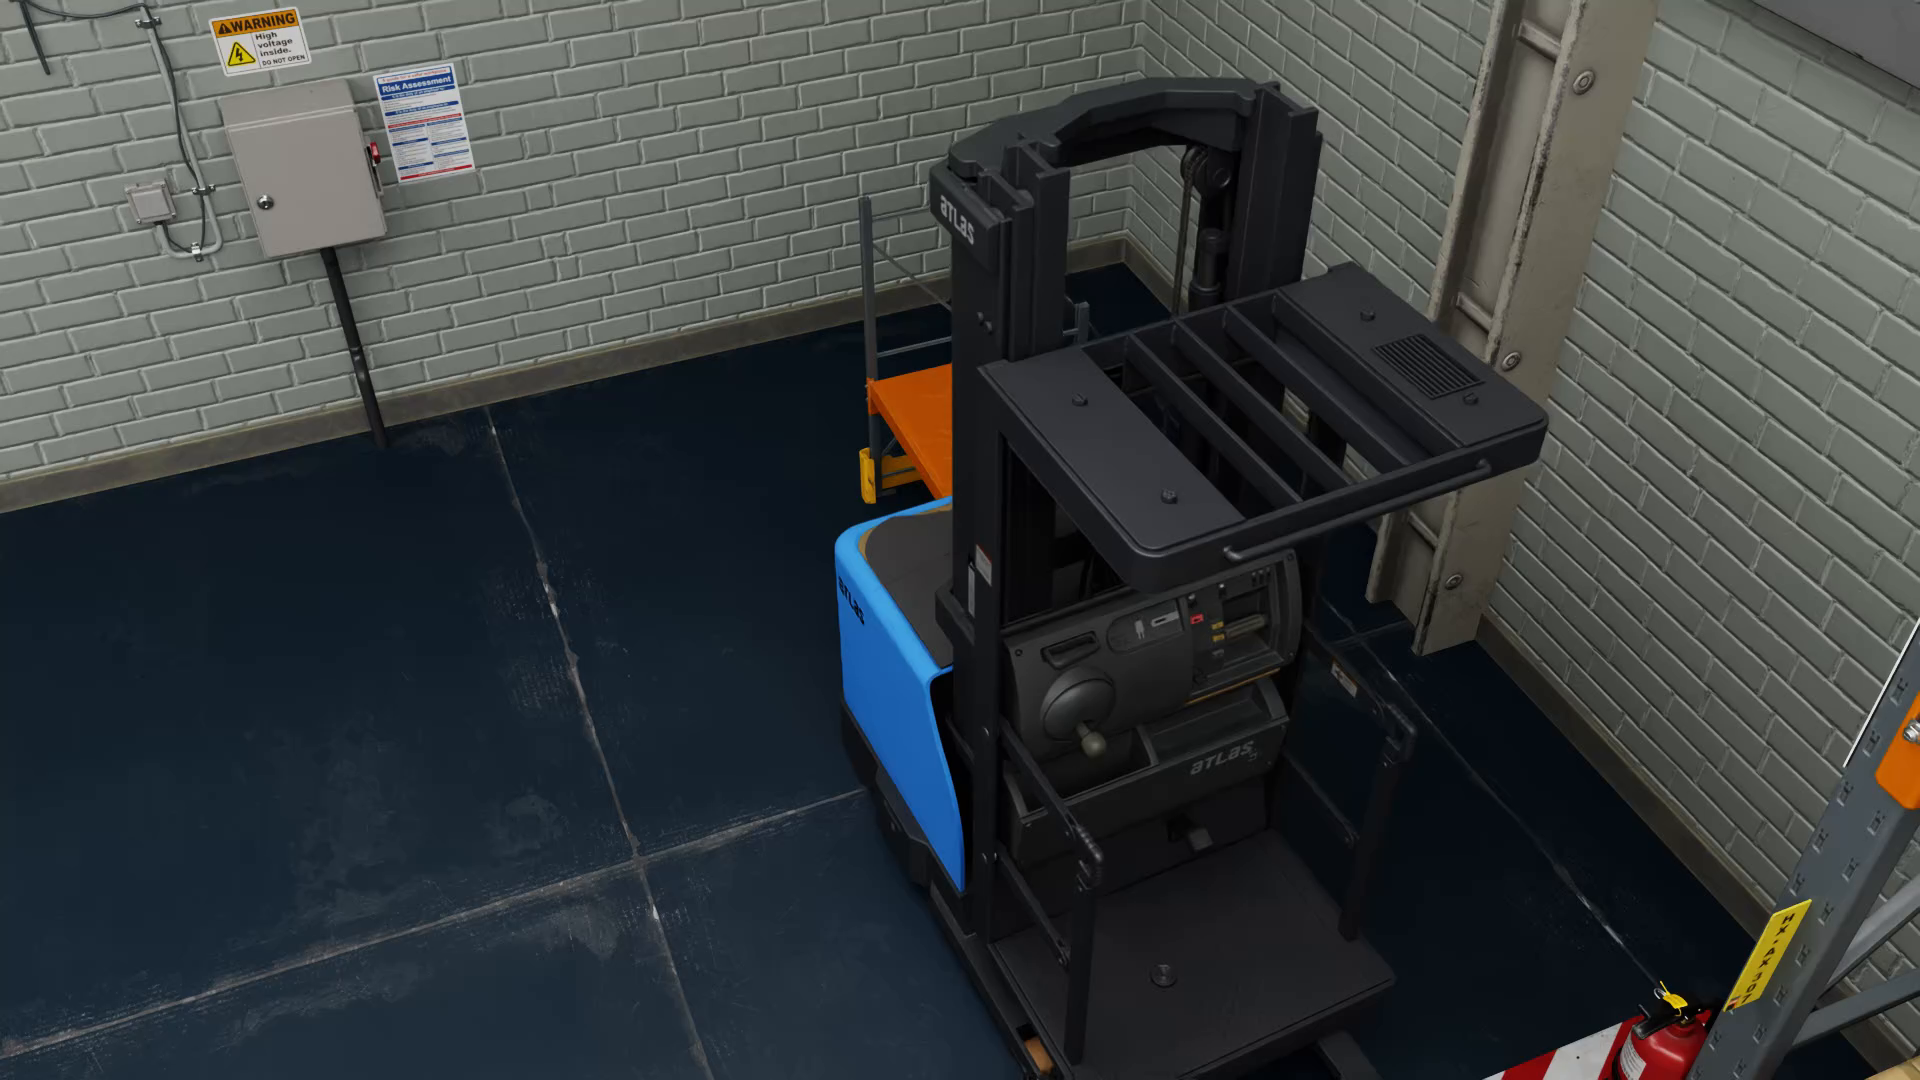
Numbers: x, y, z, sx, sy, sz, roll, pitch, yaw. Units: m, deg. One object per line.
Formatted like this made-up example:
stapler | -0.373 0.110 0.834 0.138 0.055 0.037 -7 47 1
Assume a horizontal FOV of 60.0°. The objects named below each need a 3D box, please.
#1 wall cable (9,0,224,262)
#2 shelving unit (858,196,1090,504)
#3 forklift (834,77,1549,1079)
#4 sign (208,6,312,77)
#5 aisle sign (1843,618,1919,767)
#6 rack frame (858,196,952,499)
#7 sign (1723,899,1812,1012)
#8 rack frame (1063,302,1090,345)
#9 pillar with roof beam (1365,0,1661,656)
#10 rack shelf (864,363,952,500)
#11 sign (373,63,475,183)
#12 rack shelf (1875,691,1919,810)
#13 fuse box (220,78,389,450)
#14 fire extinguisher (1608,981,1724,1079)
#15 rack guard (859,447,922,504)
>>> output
wall cable | -3.346 -1.872 6.347 0.588 1.984 0.122 -15 43 -17
shelving unit | 0.029 -0.523 6.708 0.587 1.500 1.083 -15 43 -17
forklift | 0.660 0.395 4.543 1.130 2.935 3.031 -18 44 -20
sign | -2.785 -1.986 6.625 0.339 0.242 0.001 -15 43 -17
aisle sign | 1.815 0.071 2.873 0.394 0.787 0.004 -15 43 -17
rack frame | -0.162 -0.823 7.057 0.500 1.500 0.032 -15 43 -17
sign | 1.611 0.832 3.318 0.100 0.325 0.005 -15 43 -17
rack frame | 0.227 -0.211 6.345 0.500 1.500 0.032 -15 43 -17
pillar with roof beam | -2.064 -2.025 2.703 9.100 9.000 0.400 -15 43 -17
rack shelf | 0.033 -0.381 6.819 0.538 0.185 1.000 -15 43 -17
sign | -2.278 -1.774 7.085 0.329 0.494 0.001 -15 43 -17
rack shelf | 2.877 1.365 1.613 1.077 0.370 4.000 -15 43 -17
fuse box | -2.655 -1.073 7.186 0.539 1.711 0.414 -15 43 -17
fire extinguisher | 1.629 1.222 3.873 0.296 0.674 0.183 -15 43 -17
rack guard | -0.161 -0.349 7.464 0.587 0.250 0.087 -15 43 -17
